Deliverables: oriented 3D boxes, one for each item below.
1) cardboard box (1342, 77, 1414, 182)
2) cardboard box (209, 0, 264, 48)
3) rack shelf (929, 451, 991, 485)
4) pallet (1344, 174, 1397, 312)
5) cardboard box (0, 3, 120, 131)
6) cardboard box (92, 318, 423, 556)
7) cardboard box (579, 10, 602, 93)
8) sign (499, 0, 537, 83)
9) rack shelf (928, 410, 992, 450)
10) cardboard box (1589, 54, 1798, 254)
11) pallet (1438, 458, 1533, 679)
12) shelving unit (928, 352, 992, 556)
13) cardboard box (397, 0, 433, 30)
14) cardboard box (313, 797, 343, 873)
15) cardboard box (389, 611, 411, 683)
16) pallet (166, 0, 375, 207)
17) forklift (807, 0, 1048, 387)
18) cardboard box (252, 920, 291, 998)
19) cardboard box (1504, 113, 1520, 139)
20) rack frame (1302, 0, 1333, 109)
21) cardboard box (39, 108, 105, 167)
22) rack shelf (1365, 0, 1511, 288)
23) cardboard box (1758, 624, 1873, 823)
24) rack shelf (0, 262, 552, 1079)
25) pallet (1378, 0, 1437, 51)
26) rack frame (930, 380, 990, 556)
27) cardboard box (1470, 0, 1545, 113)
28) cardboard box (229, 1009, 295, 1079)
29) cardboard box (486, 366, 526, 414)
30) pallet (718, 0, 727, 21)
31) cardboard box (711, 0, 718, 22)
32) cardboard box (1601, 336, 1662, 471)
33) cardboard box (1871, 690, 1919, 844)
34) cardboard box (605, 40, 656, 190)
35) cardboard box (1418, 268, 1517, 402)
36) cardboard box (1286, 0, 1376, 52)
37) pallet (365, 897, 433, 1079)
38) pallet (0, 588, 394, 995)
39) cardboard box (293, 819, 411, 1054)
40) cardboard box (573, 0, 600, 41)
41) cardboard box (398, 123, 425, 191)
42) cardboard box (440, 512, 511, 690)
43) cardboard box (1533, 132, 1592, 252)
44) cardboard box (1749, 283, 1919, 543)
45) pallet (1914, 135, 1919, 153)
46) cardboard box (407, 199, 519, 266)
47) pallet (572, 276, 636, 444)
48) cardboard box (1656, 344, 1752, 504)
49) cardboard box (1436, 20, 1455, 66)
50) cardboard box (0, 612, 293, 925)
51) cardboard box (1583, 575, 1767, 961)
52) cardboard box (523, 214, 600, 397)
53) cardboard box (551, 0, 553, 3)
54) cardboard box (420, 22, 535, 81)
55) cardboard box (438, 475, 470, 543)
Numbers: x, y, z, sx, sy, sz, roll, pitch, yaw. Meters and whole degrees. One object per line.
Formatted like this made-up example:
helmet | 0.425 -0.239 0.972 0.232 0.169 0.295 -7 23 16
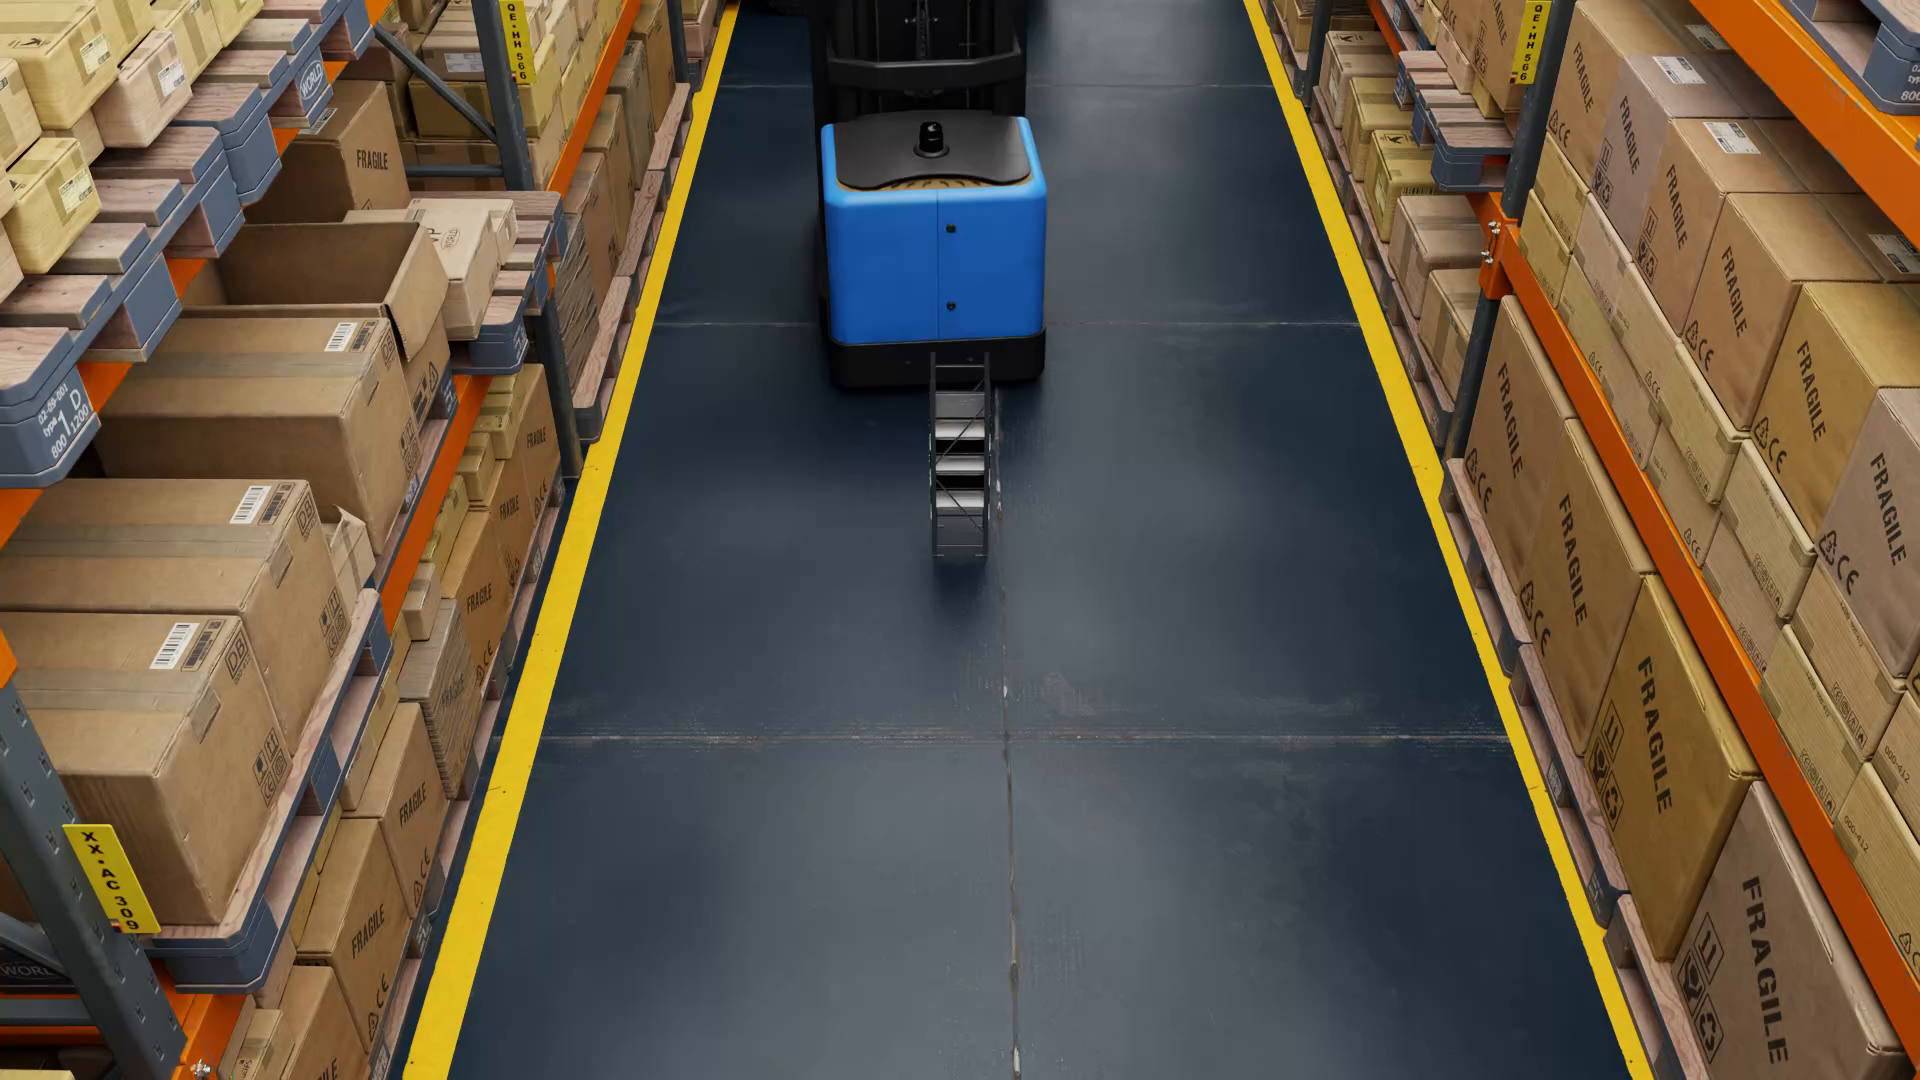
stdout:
cardboard box | 2.729 -2.348 9.547 0.950 0.372 0.625 2 39 3
cardboard box | -1.830 -1.239 3.784 0.380 0.149 0.250 1 39 1
rack shelf | 0.000 -0.320 6.983 0.258 0.077 0.200 0 39 0
pallet | 2.728 -1.648 9.137 1.003 0.211 1.213 0 39 0
cardboard box | -1.824 -0.883 3.102 0.380 0.149 0.250 -1 39 -1
cardboard box | -2.011 -0.299 4.809 0.700 0.500 0.500 0 39 0
cardboard box | -1.997 -2.336 7.886 0.500 0.250 0.500 -1 39 -2
sign | -1.695 -1.907 6.369 0.100 0.325 0.005 0 39 0
rack shelf | 0.000 -0.461 6.871 0.258 0.077 0.200 0 39 0
cardboard box | 2.492 -1.297 5.590 0.500 0.500 0.500 0 39 0
pallet | 2.652 0.095 6.963 1.003 0.211 1.213 0 39 0
shelving unit | 0.000 -0.346 6.962 0.258 0.900 0.210 0 39 0
cardboard box | -2.492 -2.301 7.124 0.380 0.149 0.250 0 39 0
cardboard box | -2.070 0.850 4.935 0.380 0.149 0.250 -1 39 -1
cardboard box | -2.061 0.370 5.534 0.380 0.149 0.250 0 39 0
pallet | -2.168 -1.132 4.016 1.213 0.211 1.003 0 39 0
forklift | -0.230 -2.793 8.391 1.130 2.935 3.031 -3 39 -4
cardboard box | -2.015 1.077 4.415 0.380 0.149 0.250 -2 39 -2
cardboard box | 2.490 -1.757 6.909 0.380 0.149 0.250 1 39 2
rack frame | 2.722 -3.988 9.827 1.000 3.000 0.127 0 39 0
cardboard box | -1.899 -0.762 3.188 0.380 0.149 0.250 0 39 0
rack shelf | 2.724 -2.456 8.492 1.077 0.370 4.000 0 39 0
cardboard box | 2.479 0.475 4.379 0.500 0.250 0.500 -1 39 -1
rack shelf | -2.235 0.051 5.363 1.077 0.370 4.000 0 39 0
pallet | 2.683 -2.649 8.311 1.003 0.211 1.213 0 39 0
rack frame | 0.000 -0.282 6.883 0.240 0.900 0.006 0 39 0
cardboard box | 2.448 -2.089 6.805 0.500 0.500 0.500 -1 39 -1
cardboard box | -1.967 1.355 4.305 0.380 0.149 0.250 2 39 2
cardboard box | -1.984 -0.613 6.761 0.380 0.149 0.250 -2 39 -2
pallet | -2.205 -4.156 12.267 1.003 0.211 1.213 0 39 0
cardboard box | -1.928 -3.693 11.322 0.500 0.250 0.500 -1 39 -1
cardboard box | 2.488 -0.472 5.561 0.500 0.250 0.500 1 39 1
cardboard box | 2.487 0.603 3.819 0.500 0.250 0.500 0 39 0
cardboard box | -2.237 -2.407 9.418 0.875 0.625 0.625 0 39 0
cardboard box | 2.736 -0.978 7.837 0.950 0.372 0.625 -2 39 -3
cardboard box | 2.452 -3.448 11.017 0.500 0.250 0.500 2 39 2
pallet | -2.272 1.601 5.084 1.003 0.211 1.213 0 39 0
pallet | -2.125 0.596 4.261 1.003 0.211 1.213 0 39 0
cardboard box | -2.019 1.197 5.021 0.500 0.500 0.500 -1 39 -1
cardboard box | -1.976 -2.535 7.735 0.500 0.250 0.500 -1 39 -1
cardboard box | -2.494 -1.703 7.096 0.500 0.250 0.500 -1 39 -1
cardboard box | -2.029 0.236 6.220 0.500 0.500 0.500 2 39 2
cardboard box | 2.480 -1.306 6.201 0.500 0.250 0.500 0 39 0
cardboard box | 2.490 -0.334 4.388 0.500 0.500 0.500 1 39 1
pallet | 2.680 -0.654 3.422 0.805 0.209 1.217 -1 39 -2
cardboard box | -1.853 -1.136 6.133 0.380 0.149 0.250 1 39 1
pallet | -2.199 -0.907 8.213 1.003 0.211 1.213 0 39 0
cardboard box | 2.455 -0.354 5.013 0.500 0.250 0.500 1 39 1
cardboard box | 2.380 -2.239 7.511 0.380 0.149 0.250 -2 39 -2
cardboard box | -2.010 0.516 3.792 0.700 0.500 0.500 1 39 1
cardboard box | 2.641 0.728 5.306 0.875 0.875 0.875 1 39 1
cardboard box | -2.225 -1.108 7.797 0.875 0.625 0.625 1 39 1
cardboard box | -1.984 -2.463 7.326 0.380 0.149 0.250 0 39 0
cardboard box | -1.943 -1.972 6.713 0.380 0.149 0.250 1 39 1
cardboard box | -2.041 -0.113 6.136 0.380 0.149 0.250 1 39 1
